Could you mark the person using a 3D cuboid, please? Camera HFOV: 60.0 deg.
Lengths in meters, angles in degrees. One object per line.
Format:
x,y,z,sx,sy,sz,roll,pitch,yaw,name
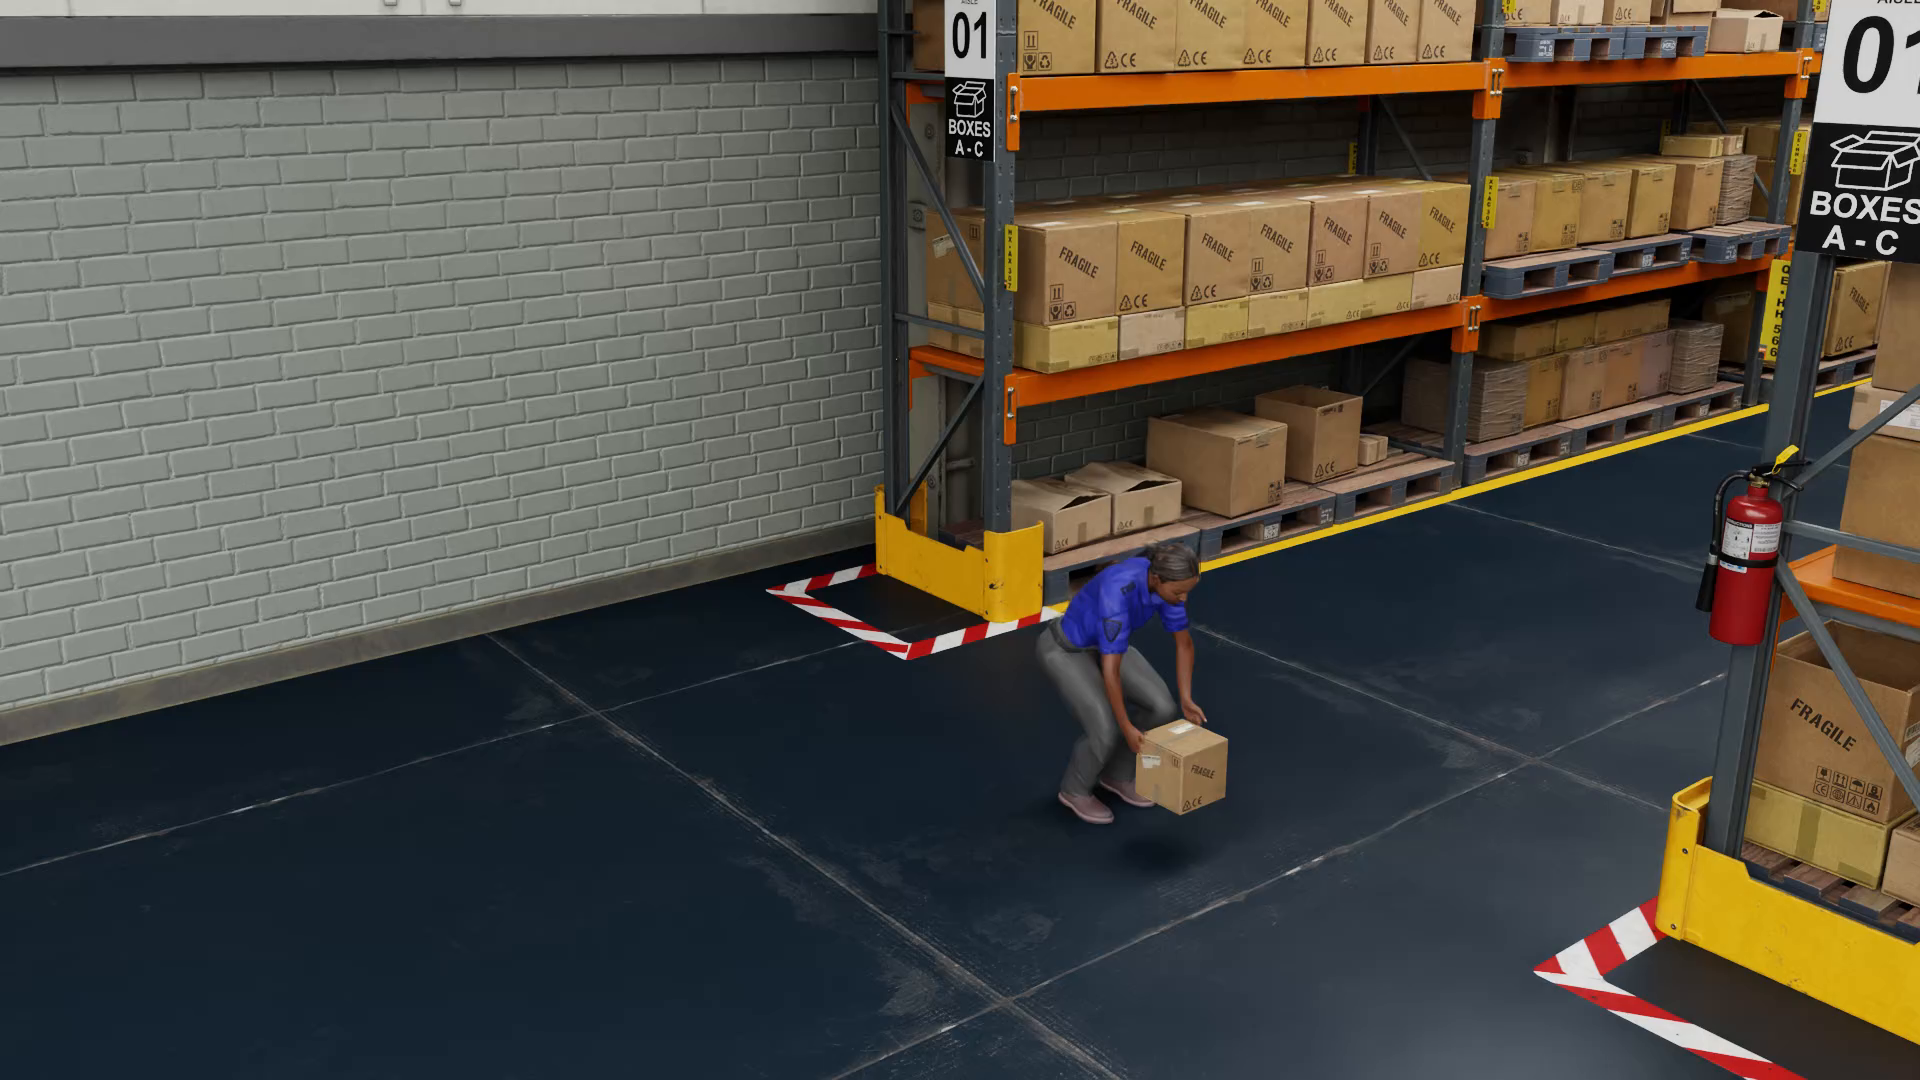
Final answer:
0.655,0.524,6.697,0.497,1.195,0.716,-14,22,-36,person
